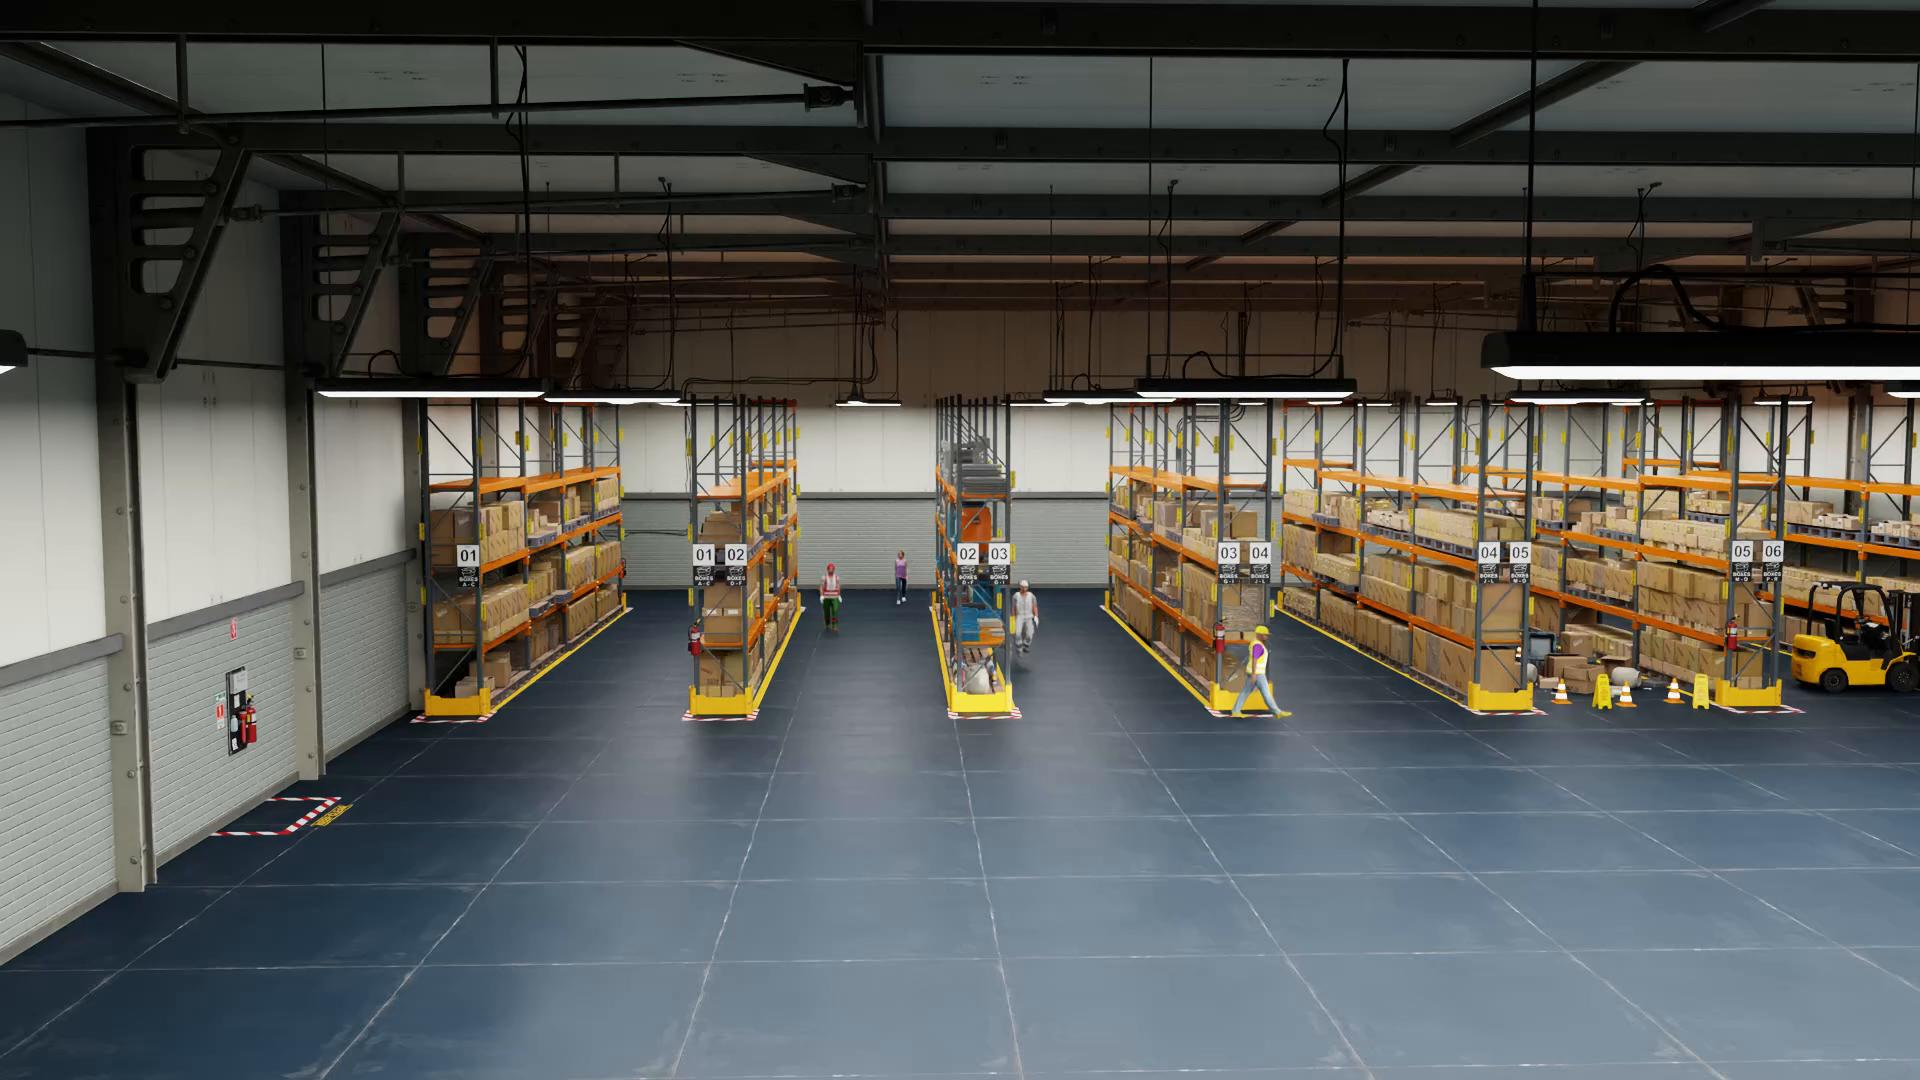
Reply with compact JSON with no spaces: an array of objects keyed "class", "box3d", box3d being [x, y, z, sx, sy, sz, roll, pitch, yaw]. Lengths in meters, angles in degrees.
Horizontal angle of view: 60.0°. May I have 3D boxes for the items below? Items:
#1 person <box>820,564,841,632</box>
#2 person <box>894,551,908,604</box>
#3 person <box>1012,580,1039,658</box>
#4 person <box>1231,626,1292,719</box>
[{"class":"person","box3d":[-3.323,1.474,42.653,0.554,1.725,1.072,0,5,-3]},{"class":"person","box3d":[-1.727,1.087,48.821,0.430,1.540,0.972,0,4,-2]},{"class":"person","box3d":[1.451,1.740,36.982,0.590,1.709,0.578,0,5,-2]},{"class":"person","box3d":[5.538,2.431,30.655,1.057,1.701,0.596,0,5,-5]}]
